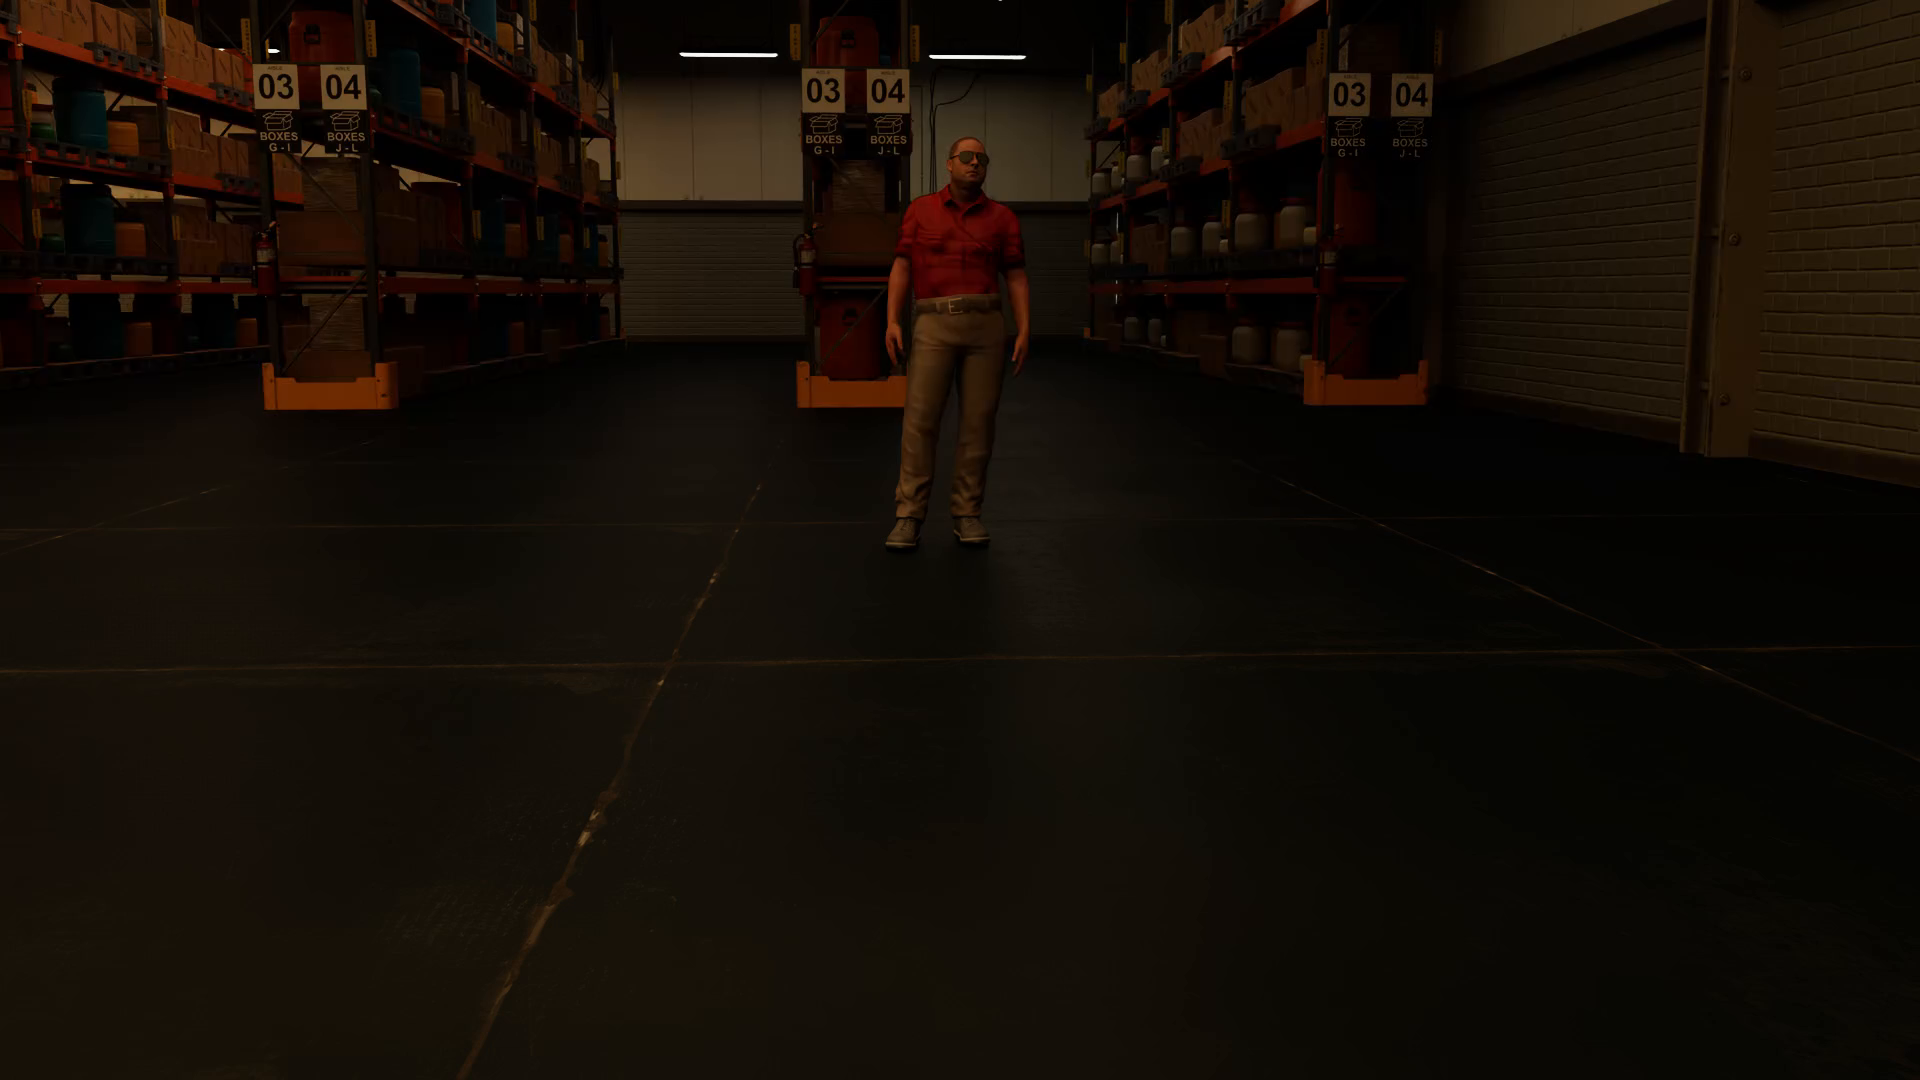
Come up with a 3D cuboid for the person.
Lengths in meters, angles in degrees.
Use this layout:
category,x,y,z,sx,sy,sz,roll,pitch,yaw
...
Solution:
category,x,y,z,sx,sy,sz,roll,pitch,yaw
person,-0.007,-0.849,7.093,0.640,1.727,0.551,-1,8,-4
